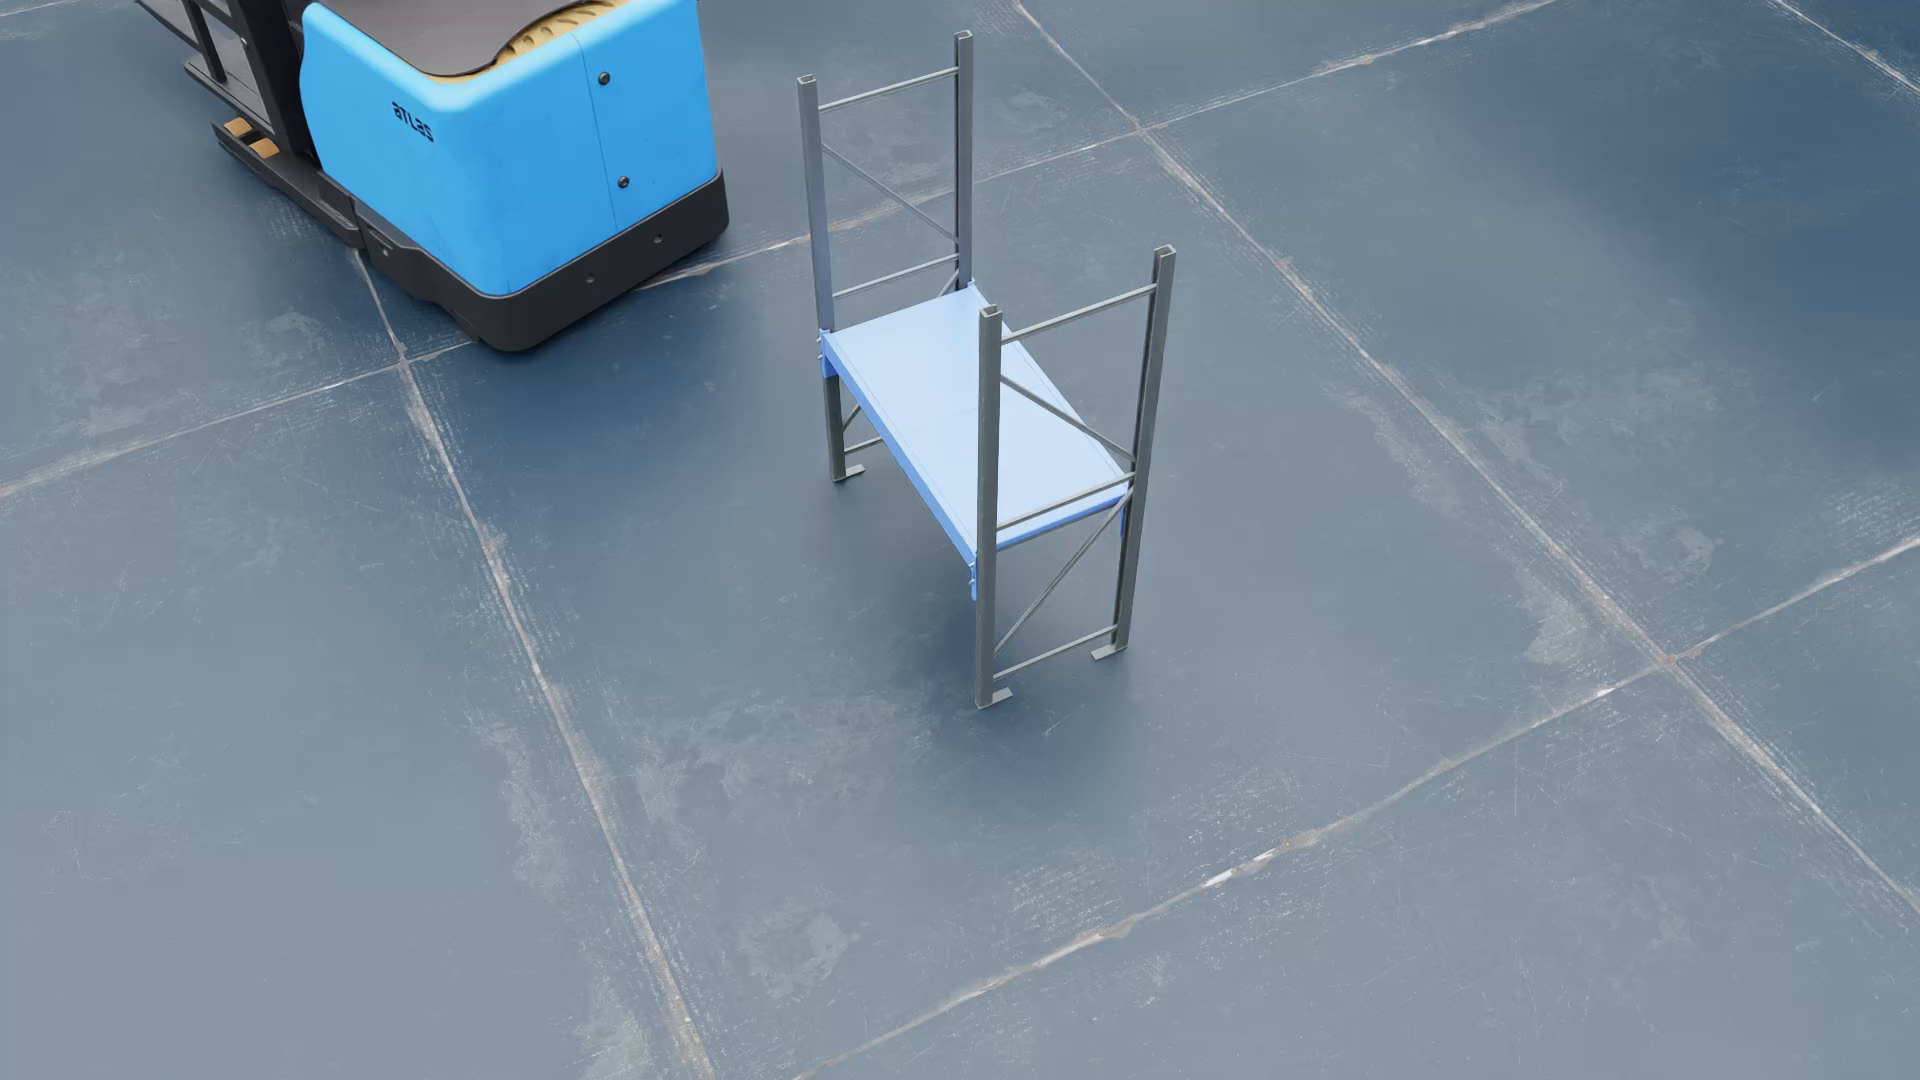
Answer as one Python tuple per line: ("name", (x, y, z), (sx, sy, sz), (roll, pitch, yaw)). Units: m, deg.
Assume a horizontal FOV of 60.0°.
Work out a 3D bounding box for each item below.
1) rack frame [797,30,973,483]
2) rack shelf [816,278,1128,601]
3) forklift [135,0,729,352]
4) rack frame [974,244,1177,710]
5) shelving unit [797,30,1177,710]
("rack frame", (-0.194, -0.777, 4.933), (0.500, 1.500, 0.032), (-21, 52, -18))
("rack shelf", (0.039, -0.318, 4.771), (0.538, 0.185, 1.000), (-21, 52, -18))
("forklift", (-2.270, -2.606, 5.582), (3.031, 2.935, 1.130), (36, 58, 27))
("rack frame", (0.272, -0.096, 4.338), (0.500, 1.500, 0.032), (-21, 52, -18))
("shelving unit", (0.039, -0.437, 4.636), (0.538, 1.500, 1.048), (-21, 52, -18))
